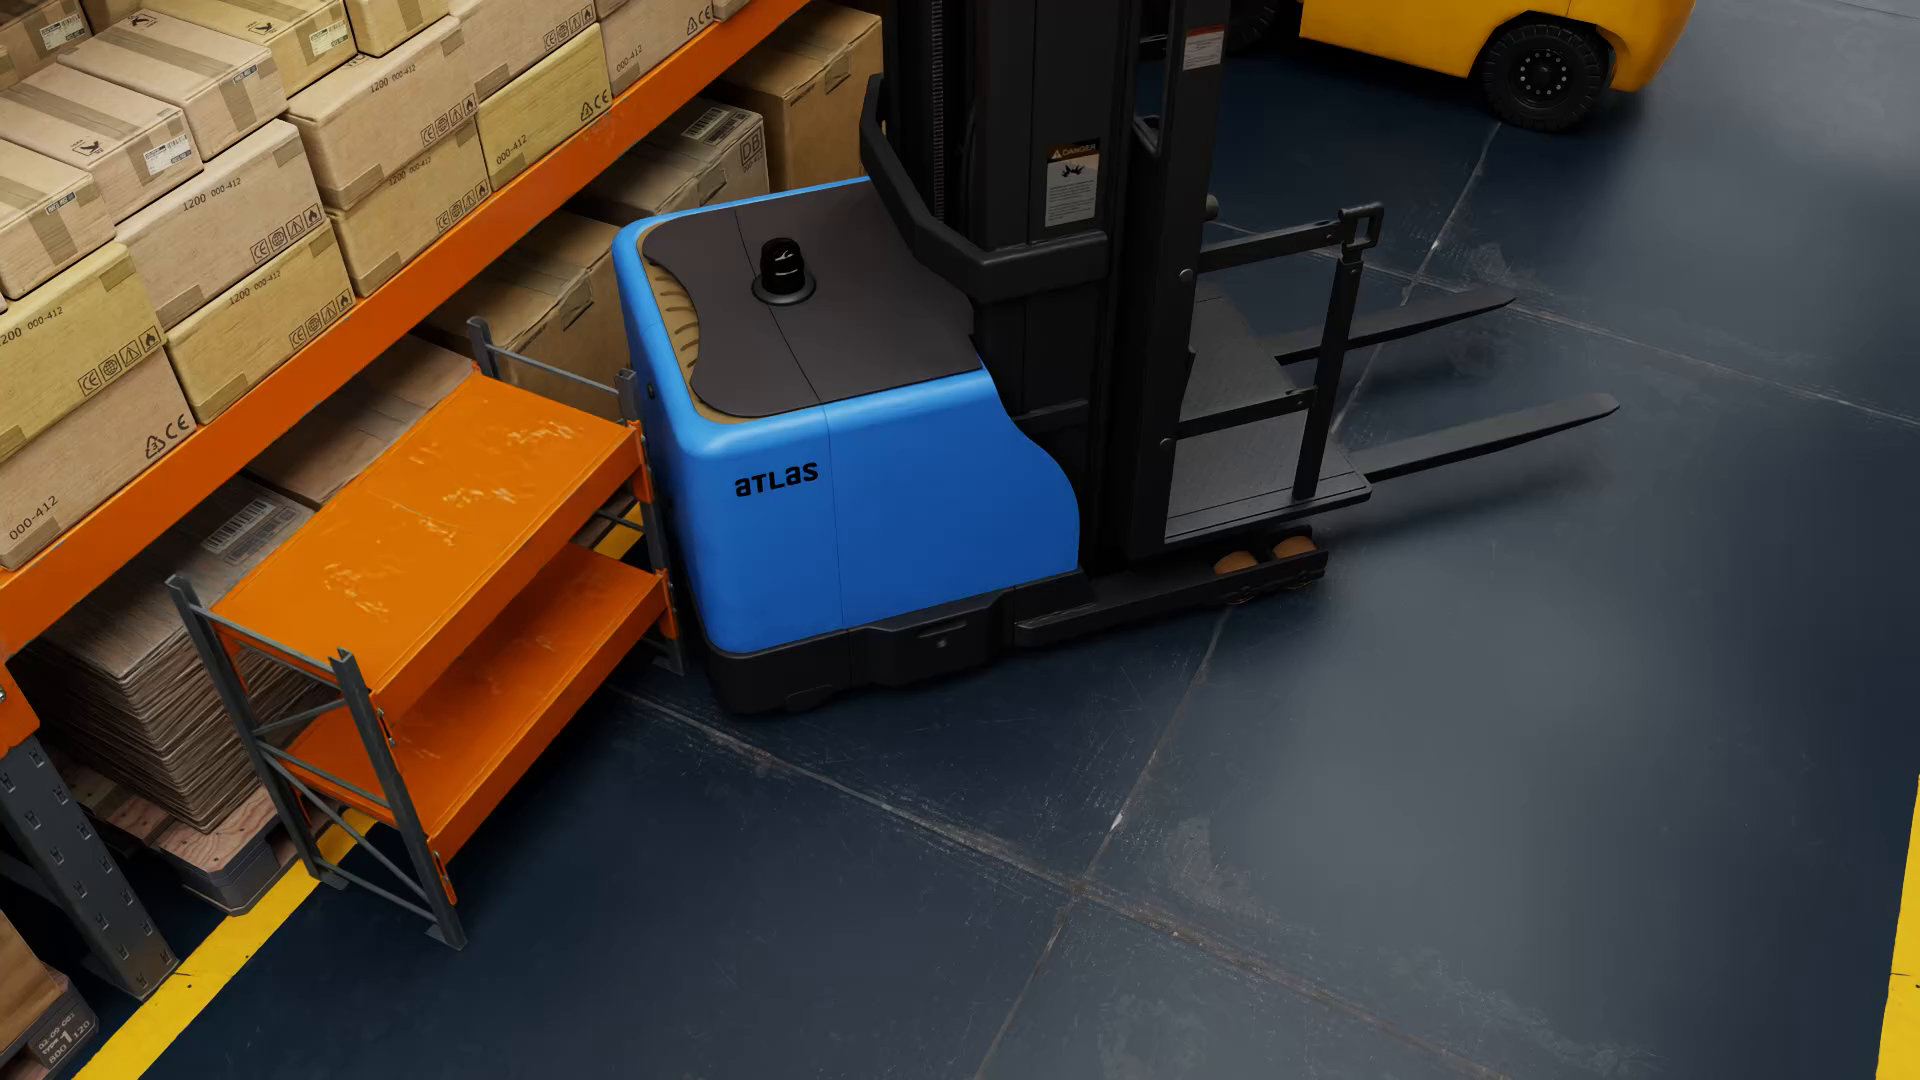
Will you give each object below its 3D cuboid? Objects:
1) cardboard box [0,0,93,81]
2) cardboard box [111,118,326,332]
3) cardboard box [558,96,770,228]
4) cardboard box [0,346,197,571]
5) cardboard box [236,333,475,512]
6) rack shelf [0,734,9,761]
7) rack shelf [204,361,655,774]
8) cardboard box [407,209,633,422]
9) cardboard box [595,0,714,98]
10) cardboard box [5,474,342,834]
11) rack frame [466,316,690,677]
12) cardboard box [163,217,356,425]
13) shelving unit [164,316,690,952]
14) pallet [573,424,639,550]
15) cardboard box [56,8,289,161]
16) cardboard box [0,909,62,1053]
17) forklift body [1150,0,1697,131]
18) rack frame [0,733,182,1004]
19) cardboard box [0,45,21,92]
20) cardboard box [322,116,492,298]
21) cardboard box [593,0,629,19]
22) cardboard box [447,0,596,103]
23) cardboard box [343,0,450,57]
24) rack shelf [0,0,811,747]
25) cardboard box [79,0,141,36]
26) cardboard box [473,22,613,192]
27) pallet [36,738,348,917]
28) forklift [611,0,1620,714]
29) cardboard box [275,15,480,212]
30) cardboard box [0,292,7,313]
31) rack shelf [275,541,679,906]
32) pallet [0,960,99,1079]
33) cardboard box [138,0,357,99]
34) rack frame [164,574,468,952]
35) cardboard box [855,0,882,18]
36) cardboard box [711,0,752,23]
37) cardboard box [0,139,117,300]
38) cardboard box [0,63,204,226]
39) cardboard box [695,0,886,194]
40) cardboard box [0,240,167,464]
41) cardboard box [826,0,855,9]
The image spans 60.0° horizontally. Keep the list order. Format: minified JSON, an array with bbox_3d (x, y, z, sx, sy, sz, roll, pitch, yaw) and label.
[{"bbox_3d":[-2.213,-1.169,3.770,0.380,0.149,0.250,20,49,18],"label":"cardboard box"},{"bbox_3d":[-1.778,-0.749,3.635,0.500,0.250,0.500,22,49,20],"label":"cardboard box"},{"bbox_3d":[-1.176,-1.126,5.628,0.875,0.625,0.625,20,49,19],"label":"cardboard box"},{"bbox_3d":[-2.011,-0.258,3.501,0.500,0.250,0.500,21,49,19],"label":"cardboard box"},{"bbox_3d":[-1.836,-0.227,4.740,0.875,0.625,0.625,22,49,20],"label":"cardboard box"},{"bbox_3d":[-3.362,1.401,2.262,1.077,0.370,4.000,20,49,19],"label":"rack shelf"},{"bbox_3d":[-1.253,0.030,4.018,0.538,0.278,1.000,20,49,19],"label":"rack shelf"},{"bbox_3d":[-1.524,-0.651,5.159,0.875,0.625,0.625,19,48,17],"label":"cardboard box"},{"bbox_3d":[-1.065,-1.554,4.782,0.500,0.250,0.500,21,49,19],"label":"cardboard box"},{"bbox_3d":[-2.132,0.187,4.330,0.875,0.625,0.625,22,49,20],"label":"cardboard box"},{"bbox_3d":[-1.022,-0.086,4.544,0.500,1.125,0.032,20,49,19],"label":"rack frame"},{"bbox_3d":[-1.774,-0.573,3.813,0.500,0.250,0.500,19,48,18],"label":"cardboard box"},{"bbox_3d":[-1.253,0.236,4.226,0.538,1.125,1.048,20,49,19],"label":"shelving unit"},{"bbox_3d":[-1.450,-0.403,5.500,1.003,0.211,1.213,20,49,19],"label":"pallet"},{"bbox_3d":[-1.696,-0.986,3.589,0.380,0.149,0.250,21,49,19],"label":"cardboard box"},{"bbox_3d":[-2.440,0.957,3.658,0.500,0.500,0.500,22,49,20],"label":"cardboard box"},{"bbox_3d":[2.015,-3.056,6.758,2.313,2.155,1.214,20,49,19],"label":"forklift body"},{"bbox_3d":[-2.434,-0.112,3.251,1.000,3.000,0.127,20,49,19],"label":"rack frame"},{"bbox_3d":[-2.265,-0.991,3.594,0.380,0.149,0.250,20,49,19],"label":"cardboard box"},{"bbox_3d":[-1.541,-0.900,4.136,0.500,0.250,0.500,19,48,18],"label":"cardboard box"},{"bbox_3d":[-1.053,-1.714,4.589,0.500,0.250,0.500,21,49,20],"label":"cardboard box"},{"bbox_3d":[-1.304,-1.403,4.281,0.500,0.250,0.500,21,49,20],"label":"cardboard box"},{"bbox_3d":[-1.435,-1.295,3.894,0.380,0.149,0.250,21,49,20],"label":"cardboard box"},{"bbox_3d":[-1.505,-1.119,4.752,1.077,0.370,4.000,20,49,19],"label":"rack shelf"},{"bbox_3d":[-2.023,-1.308,3.907,0.380,0.149,0.250,20,49,19],"label":"cardboard box"},{"bbox_3d":[-1.298,-1.226,4.458,0.500,0.250,0.500,22,49,20],"label":"cardboard box"},{"bbox_3d":[-2.017,0.363,4.743,1.003,0.211,1.213,20,49,19],"label":"pallet"},{"bbox_3d":[0.594,-1.177,4.353,3.031,2.935,1.130,-14,47,-13],"label":"forklift"},{"bbox_3d":[-1.519,-1.072,3.955,0.500,0.250,0.500,19,48,18],"label":"cardboard box"},{"bbox_3d":[-2.025,-0.478,3.087,0.380,0.149,0.250,22,49,20],"label":"cardboard box"},{"bbox_3d":[-1.253,0.408,4.400,0.538,0.278,1.000,20,49,19],"label":"rack shelf"},{"bbox_3d":[-2.814,1.326,3.791,1.003,0.211,1.213,20,49,19],"label":"pallet"},{"bbox_3d":[-1.605,-1.154,3.756,0.380,0.149,0.250,21,49,19],"label":"cardboard box"},{"bbox_3d":[-1.483,0.558,3.907,0.500,1.125,0.032,20,49,19],"label":"rack frame"},{"bbox_3d":[-0.079,-2.191,6.593,0.500,0.250,0.500,20,49,19],"label":"cardboard box"},{"bbox_3d":[-0.808,-1.856,5.081,0.500,0.250,0.500,20,49,19],"label":"cardboard box"},{"bbox_3d":[-1.902,-0.647,3.254,0.380,0.149,0.250,21,49,20],"label":"cardboard box"},{"bbox_3d":[-1.806,-0.817,3.422,0.380,0.149,0.250,22,49,20],"label":"cardboard box"},{"bbox_3d":[-0.809,-1.612,6.109,0.875,0.625,0.625,23,50,21],"label":"cardboard box"},{"bbox_3d":[-1.989,-0.425,3.315,0.500,0.250,0.500,20,49,19],"label":"cardboard box"},{"bbox_3d":[-0.533,-2.363,6.763,0.500,0.250,0.500,19,48,18],"label":"cardboard box"}]
